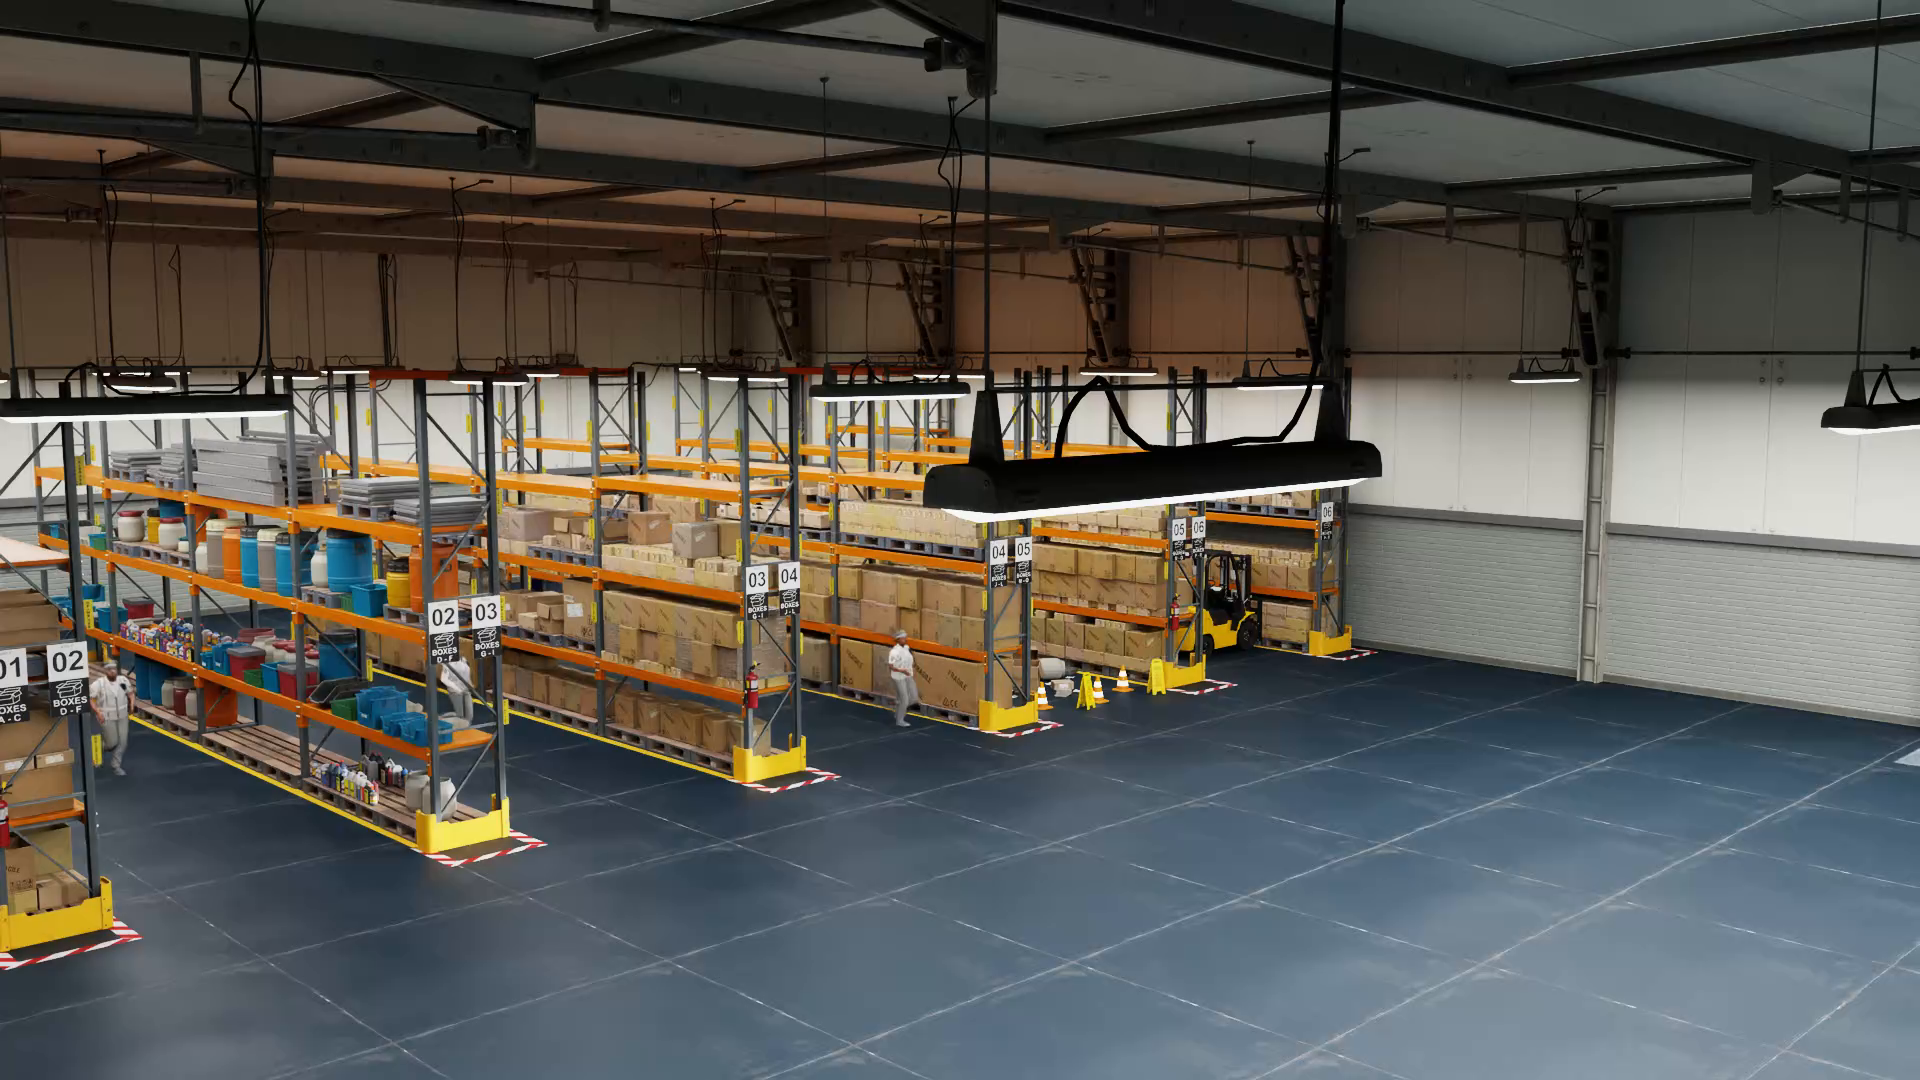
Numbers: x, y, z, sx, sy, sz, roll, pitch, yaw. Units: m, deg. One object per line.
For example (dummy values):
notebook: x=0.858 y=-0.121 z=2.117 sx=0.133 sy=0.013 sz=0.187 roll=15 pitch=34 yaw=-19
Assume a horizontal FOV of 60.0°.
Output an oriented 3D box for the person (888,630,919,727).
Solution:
person: x=-0.949 y=2.332 z=28.163 sx=0.572 sy=1.653 sz=0.571 roll=5 pitch=8 yaw=40

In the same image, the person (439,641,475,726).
person: x=-8.182 y=2.461 z=27.089 sx=0.696 sy=1.671 sz=0.617 roll=4 pitch=7 yaw=30

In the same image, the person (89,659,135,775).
person: x=-12.746 y=2.650 z=25.042 sx=0.647 sy=1.758 sz=0.653 roll=6 pitch=9 yaw=41

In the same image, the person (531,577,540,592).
person: x=-10.475 y=0.897 z=41.021 sx=0.688 sy=1.628 sz=0.597 roll=0 pitch=6 yaw=0
